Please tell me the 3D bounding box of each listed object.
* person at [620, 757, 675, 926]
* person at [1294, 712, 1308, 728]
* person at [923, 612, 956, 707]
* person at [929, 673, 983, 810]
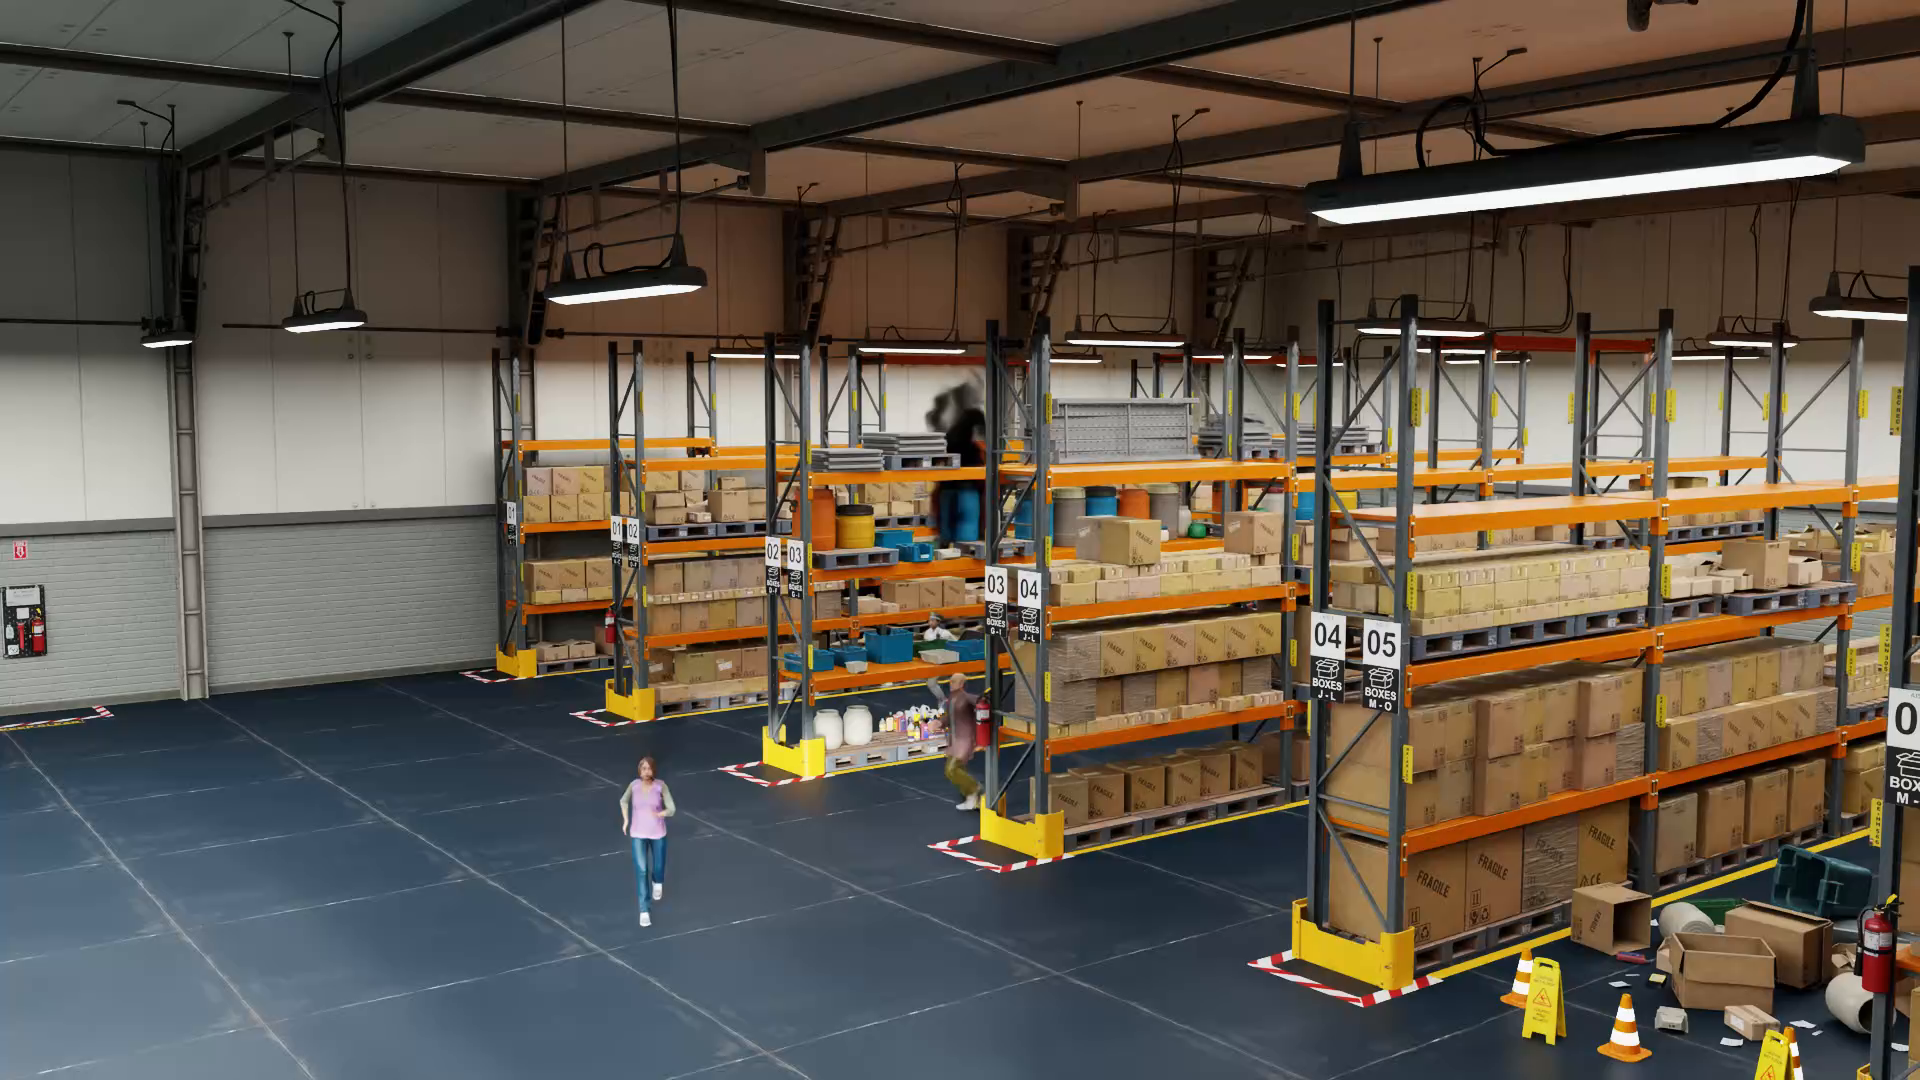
[{"bbox_3d":[-3.089,2.917,16.401,0.520,1.579,0.886,-1,5,-9],"label":"person"},{"bbox_3d":[4.985,2.195,24.150,0.891,1.645,0.586,-4,7,-41],"label":"person"},{"bbox_3d":[-0.413,1.981,26.756,0.609,1.677,0.628,5,7,44],"label":"person"},{"bbox_3d":[-0.006,2.496,20.503,0.715,1.726,0.720,-3,6,-31],"label":"person"}]
